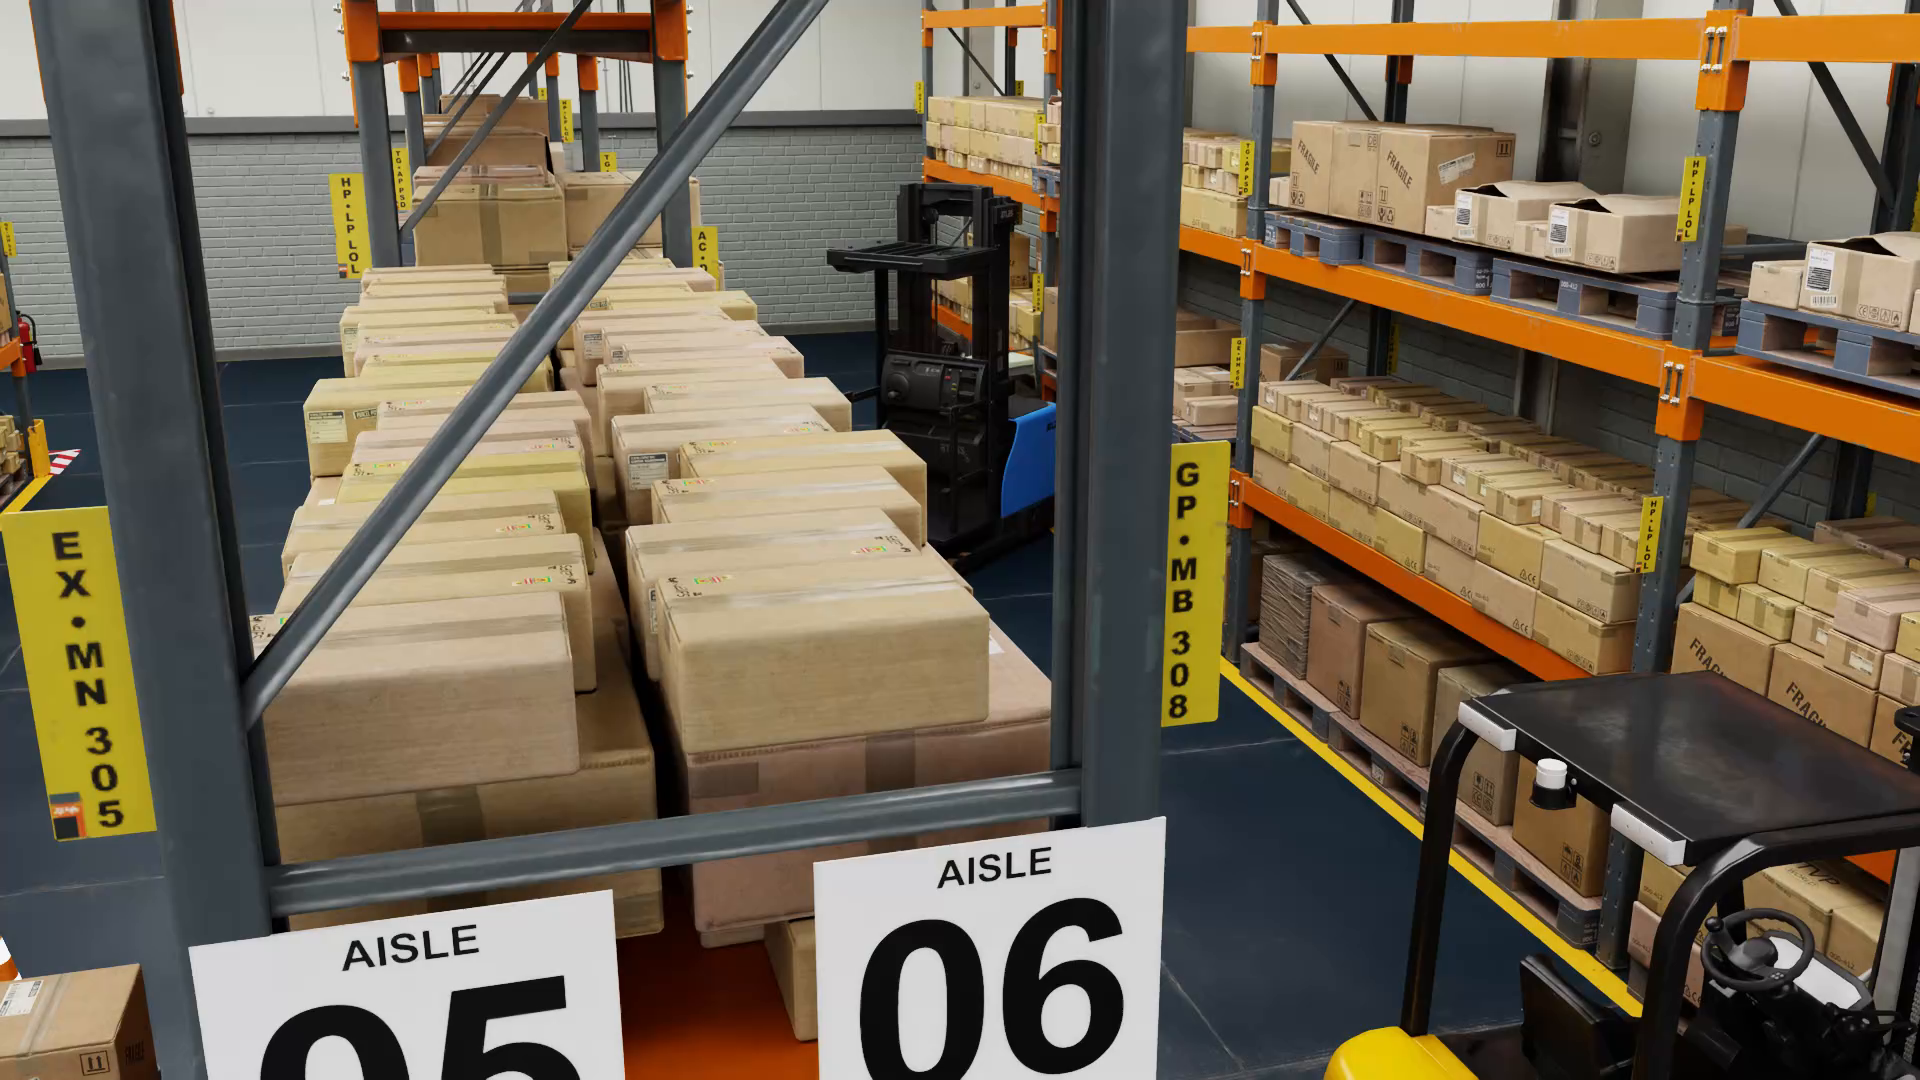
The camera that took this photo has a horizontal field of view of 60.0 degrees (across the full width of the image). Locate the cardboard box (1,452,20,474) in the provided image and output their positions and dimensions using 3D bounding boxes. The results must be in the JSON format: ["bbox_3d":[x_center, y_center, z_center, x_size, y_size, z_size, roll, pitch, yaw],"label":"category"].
[{"bbox_3d":[-8.893,-0.699,15.292,0.380,0.149,0.250,-4,17,-14],"label":"cardboard box"}]

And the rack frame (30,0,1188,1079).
[{"bbox_3d":[-0.278,-0.923,1.381,1.000,3.000,0.127,-5,17,-15],"label":"rack frame"}]

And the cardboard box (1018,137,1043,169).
[{"bbox_3d":[0.822,-3.383,14.530,0.500,0.250,0.500,-5,17,-15],"label":"cardboard box"}]

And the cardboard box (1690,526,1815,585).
[{"bbox_3d":[3.197,0.061,6.716,0.380,0.149,0.250,-4,17,-14],"label":"cardboard box"}]

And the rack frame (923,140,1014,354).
[{"bbox_3d":[0.096,-2.869,18.288,1.000,3.000,0.127,-5,17,-15],"label":"rack frame"}]

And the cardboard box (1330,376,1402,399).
[{"bbox_3d":[2.579,-0.940,10.567,0.380,0.149,0.250,-4,17,-13],"label":"cardboard box"}]

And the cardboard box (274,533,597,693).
[{"bbox_3d":[-0.689,0.108,2.216,0.380,0.149,0.250,-4,17,-14],"label":"cardboard box"}]

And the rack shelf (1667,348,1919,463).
[{"bbox_3d":[3.944,-0.088,5.068,1.077,0.370,4.000,-5,17,-15],"label":"rack shelf"}]

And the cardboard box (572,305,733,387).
[{"bbox_3d":[-0.779,-0.497,4.228,0.380,0.149,0.250,-5,17,-16],"label":"cardboard box"}]

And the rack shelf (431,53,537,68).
[{"bbox_3d":[-4.125,-4.259,14.434,1.077,0.370,4.000,-5,17,-15],"label":"rack shelf"}]

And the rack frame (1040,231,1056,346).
[{"bbox_3d":[1.196,-1.762,14.604,1.000,3.000,0.127,-5,17,-15],"label":"rack frame"}]

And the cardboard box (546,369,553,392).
[{"bbox_3d":[-1.244,-0.238,4.061,0.500,0.250,0.500,-5,17,-15],"label":"cardboard box"}]

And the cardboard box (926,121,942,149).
[{"bbox_3d":[-0.044,-4.231,17.355,0.500,0.250,0.500,-5,17,-16],"label":"cardboard box"}]

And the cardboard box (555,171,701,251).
[{"bbox_3d":[-1.299,-1.292,6.485,0.500,0.250,0.500,-5,17,-16],"label":"cardboard box"}]

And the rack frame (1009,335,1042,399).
[{"bbox_3d":[0.548,-1.013,14.524,0.400,1.500,0.023,-11,16,-21],"label":"rack frame"}]

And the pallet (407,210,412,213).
[{"bbox_3d":[-3.015,-2.091,10.815,1.003,0.211,1.213,-4,17,-13],"label":"pallet"}]

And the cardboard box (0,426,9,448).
[{"bbox_3d":[-8.810,-0.914,14.974,0.380,0.149,0.250,-5,17,-16],"label":"cardboard box"}]

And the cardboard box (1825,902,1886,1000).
[{"bbox_3d":[3.504,1.525,5.972,0.500,0.250,0.500,-4,17,-13],"label":"cardboard box"}]

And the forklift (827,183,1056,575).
[{"bbox_3d":[-0.328,-1.251,13.022,1.130,2.935,3.031,10,19,30],"label":"forklift"}]

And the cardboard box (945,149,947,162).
[{"bbox_3d":[0.058,-4.008,17.303,0.380,0.149,0.250,-4,17,-14],"label":"cardboard box"}]

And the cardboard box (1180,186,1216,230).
[{"bbox_3d":[1.782,-2.282,11.382,0.500,0.250,0.500,-5,17,-15],"label":"cardboard box"}]

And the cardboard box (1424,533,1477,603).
[{"bbox_3d":[2.754,0.125,8.581,0.500,0.250,0.500,-5,17,-15],"label":"cardboard box"}]

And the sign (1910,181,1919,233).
[{"bbox_3d":[3.928,-1.316,6.868,0.100,0.325,0.005,-5,17,-15],"label":"sign"}]

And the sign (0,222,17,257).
[{"bbox_3d":[-8.868,-2.800,15.498,0.100,0.325,0.005,-5,17,-15],"label":"sign"}]

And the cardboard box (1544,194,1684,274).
[{"bbox_3d":[2.961,-1.373,7.346,0.500,0.311,0.500,-5,18,-17],"label":"cardboard box"}]

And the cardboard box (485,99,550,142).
[{"bbox_3d":[-3.535,-3.282,13.371,0.500,0.500,0.500,-4,17,-14],"label":"cardboard box"}]

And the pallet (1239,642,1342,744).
[{"bbox_3d":[2.484,0.911,10.554,1.003,0.211,1.213,-5,17,-15],"label":"pallet"}]

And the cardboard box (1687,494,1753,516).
[{"bbox_3d":[3.481,-0.100,7.771,0.380,0.149,0.250,-5,18,-17],"label":"cardboard box"}]

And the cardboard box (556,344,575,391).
[{"bbox_3d":[-0.857,-0.423,4.674,0.500,0.250,0.500,-5,17,-16],"label":"cardboard box"}]

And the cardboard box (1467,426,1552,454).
[{"bbox_3d":[3.019,-0.517,9.158,0.380,0.149,0.250,-4,17,-14],"label":"cardboard box"}]

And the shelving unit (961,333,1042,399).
[{"bbox_3d":[0.404,-1.088,14.852,0.431,1.500,0.755,-11,16,-21],"label":"shelving unit"}]

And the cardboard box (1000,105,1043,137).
[{"bbox_3d":[0.678,-3.769,14.946,0.500,0.250,0.500,-5,17,-16],"label":"cardboard box"}]

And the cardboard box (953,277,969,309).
[{"bbox_3d":[0.243,-2.513,16.848,0.500,0.250,0.500,-5,17,-16],"label":"cardboard box"}]

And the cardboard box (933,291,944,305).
[{"bbox_3d":[-0.077,-2.636,17.949,0.380,0.149,0.250,-5,17,-16],"label":"cardboard box"}]

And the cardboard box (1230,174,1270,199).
[{"bbox_3d":[1.966,-2.291,10.717,0.380,0.149,0.250,-4,17,-14],"label":"cardboard box"}]

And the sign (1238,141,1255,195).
[{"bbox_3d":[1.773,-2.298,10.274,0.100,0.325,0.005,-5,17,-15],"label":"sign"}]

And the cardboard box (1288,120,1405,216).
[{"bbox_3d":[2.260,-2.170,9.669,0.500,0.500,0.500,-5,17,-15],"label":"cardboard box"}]

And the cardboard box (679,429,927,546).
[{"bbox_3d":[-0.271,-0.080,2.840,0.380,0.149,0.250,-5,17,-15],"label":"cardboard box"}]

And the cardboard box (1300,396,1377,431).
[{"bbox_3d":[2.269,-0.760,9.967,0.380,0.149,0.250,-4,17,-14],"label":"cardboard box"}]

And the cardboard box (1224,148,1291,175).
[{"bbox_3d":[1.916,-2.426,10.650,0.380,0.149,0.250,-4,17,-13],"label":"cardboard box"}]

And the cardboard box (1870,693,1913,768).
[{"bbox_3d":[3.565,0.829,5.805,0.500,0.500,0.500,-5,17,-16],"label":"cardboard box"}]

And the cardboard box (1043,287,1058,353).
[{"bbox_3d":[1.114,-1.860,14.025,0.700,0.500,0.500,-4,17,-14],"label":"cardboard box"}]

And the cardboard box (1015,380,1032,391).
[{"bbox_3d":[0.420,-1.302,16.688,0.500,0.500,0.500,-4,17,-14],"label":"cardboard box"}]

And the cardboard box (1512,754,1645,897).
[{"bbox_3d":[3.240,1.243,7.996,0.875,0.625,0.625,-4,17,-13],"label":"cardboard box"}]

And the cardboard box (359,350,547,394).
[{"bbox_3d":[-1.098,-0.318,3.632,0.380,0.149,0.250,-4,17,-14],"label":"cardboard box"}]

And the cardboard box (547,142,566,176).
[{"bbox_3d":[-3.132,-2.737,12.059,0.500,0.311,0.500,-5,17,-15],"label":"cardboard box"}]

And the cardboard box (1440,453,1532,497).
[{"bbox_3d":[2.707,-0.336,8.555,0.380,0.149,0.250,-5,17,-15],"label":"cardboard box"}]

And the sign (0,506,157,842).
[{"bbox_3d":[-0.817,0.128,1.558,0.100,0.325,0.005,-5,17,-15],"label":"sign"}]

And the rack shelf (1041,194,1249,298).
[{"bbox_3d":[1.745,-2.301,12.435,1.077,0.370,4.000,-5,17,-15],"label":"rack shelf"}]

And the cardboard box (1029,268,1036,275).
[{"bbox_3d":[0.619,-2.690,17.438,0.500,0.250,0.500,-5,17,-15],"label":"cardboard box"}]

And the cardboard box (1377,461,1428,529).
[{"bbox_3d":[2.610,-0.257,8.986,0.500,0.250,0.500,-4,17,-14],"label":"cardboard box"}]

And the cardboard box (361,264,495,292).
[{"bbox_3d":[-1.605,-0.741,5.042,0.380,0.149,0.250,-5,17,-16],"label":"cardboard box"}]

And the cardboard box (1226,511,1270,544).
[{"bbox_3d":[1.916,-0.087,11.515,0.380,0.149,0.250,-6,18,-18],"label":"cardboard box"}]

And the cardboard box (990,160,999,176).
[{"bbox_3d":[0.500,-3.511,15.650,0.380,0.149,0.250,-5,17,-15],"label":"cardboard box"}]

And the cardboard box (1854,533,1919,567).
[{"bbox_3d":[3.802,0.087,6.631,0.380,0.149,0.250,-5,17,-17],"label":"cardboard box"}]

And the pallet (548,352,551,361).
[{"bbox_3d":[-1.444,-0.682,6.120,1.213,0.211,1.003,-5,17,-15],"label":"pallet"}]

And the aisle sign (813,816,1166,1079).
[{"bbox_3d":[0.037,0.698,1.895,0.394,0.787,0.004,-5,17,-15],"label":"aisle sign"}]
